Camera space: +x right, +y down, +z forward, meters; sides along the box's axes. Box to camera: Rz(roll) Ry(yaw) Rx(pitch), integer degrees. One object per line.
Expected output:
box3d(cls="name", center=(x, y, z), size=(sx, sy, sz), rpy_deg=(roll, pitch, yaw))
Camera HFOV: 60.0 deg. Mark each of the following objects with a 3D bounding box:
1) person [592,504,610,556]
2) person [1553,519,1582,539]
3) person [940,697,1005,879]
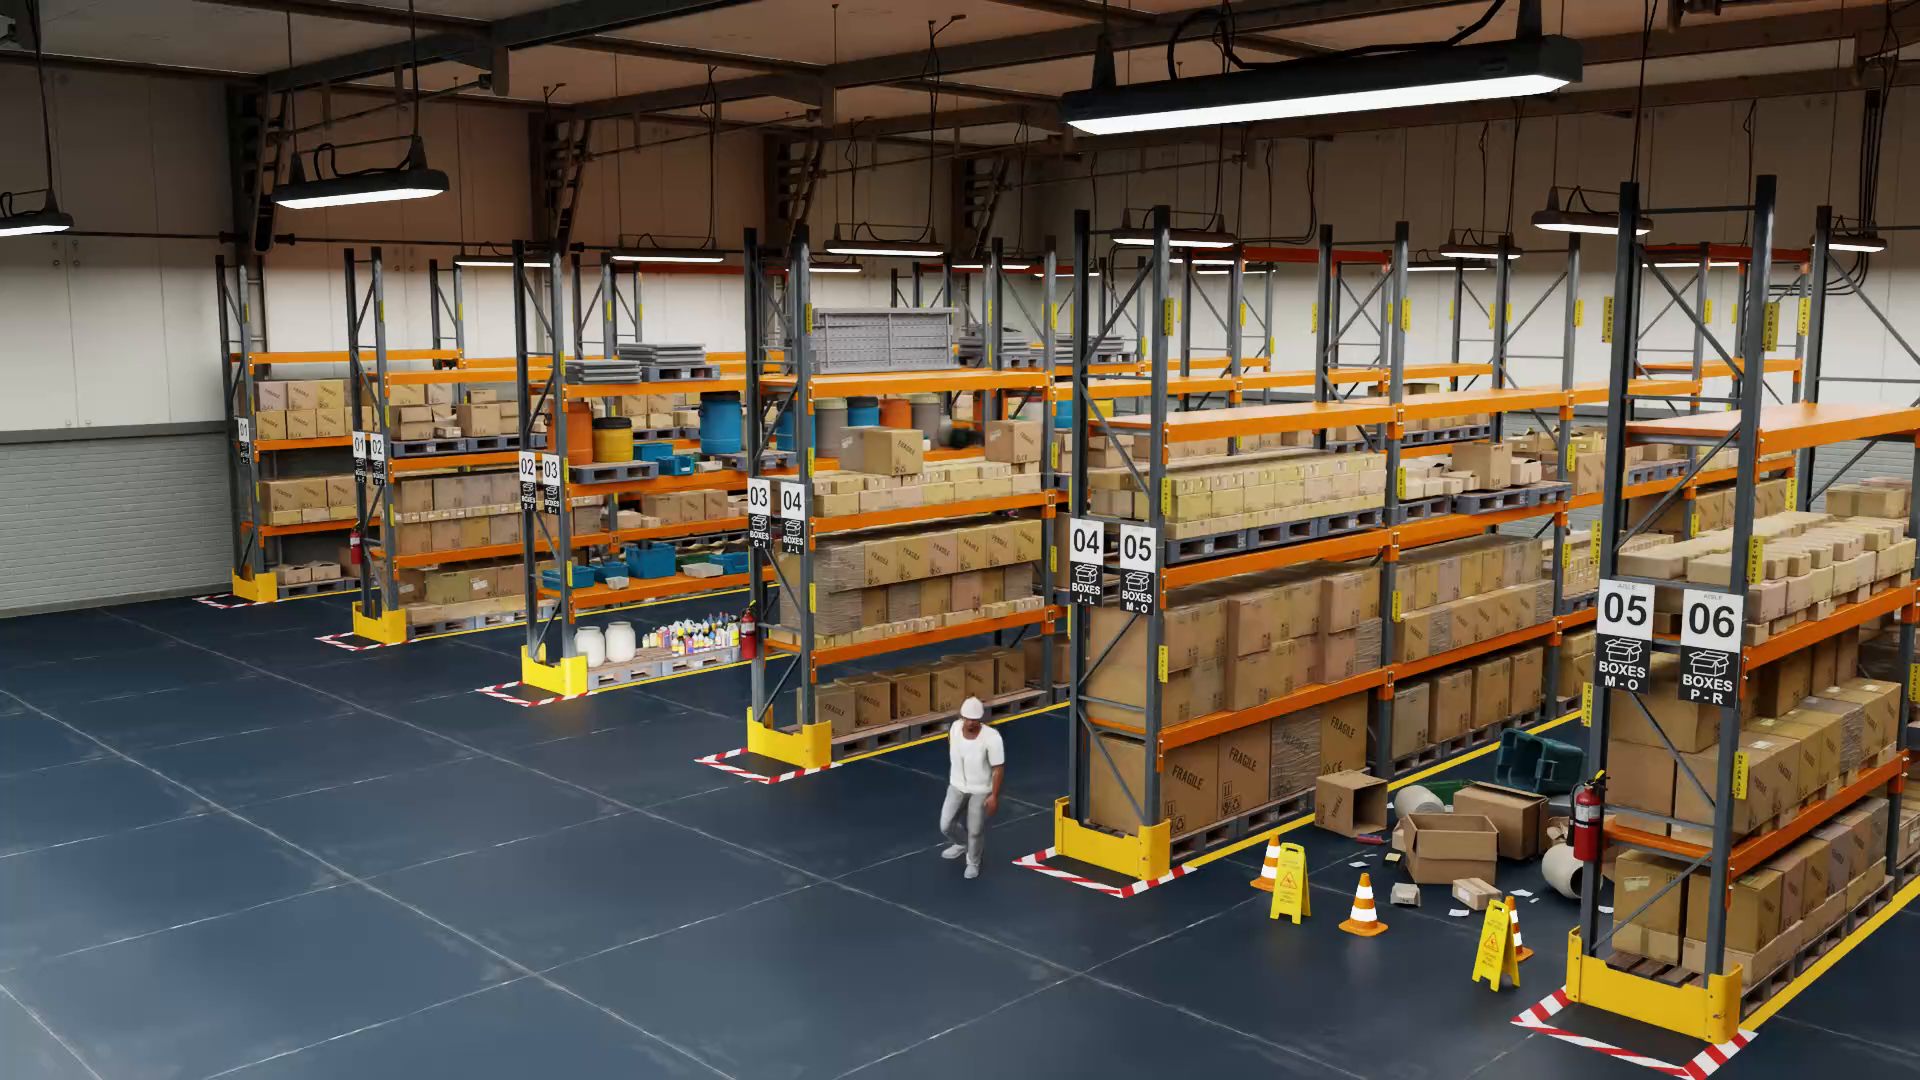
box3d(cls="person", center=(-6.869, -0.101, 31.931), size=(0.539, 1.527, 0.581), rpy_deg=(4, 9, 26))
box3d(cls="person", center=(10.349, 0.420, 28.169), size=(0.629, 1.628, 1.006), rpy_deg=(5, 9, 30))
box3d(cls="person", center=(0.099, 2.217, 14.941), size=(0.714, 1.719, 0.633), rpy_deg=(4, 9, 25))
